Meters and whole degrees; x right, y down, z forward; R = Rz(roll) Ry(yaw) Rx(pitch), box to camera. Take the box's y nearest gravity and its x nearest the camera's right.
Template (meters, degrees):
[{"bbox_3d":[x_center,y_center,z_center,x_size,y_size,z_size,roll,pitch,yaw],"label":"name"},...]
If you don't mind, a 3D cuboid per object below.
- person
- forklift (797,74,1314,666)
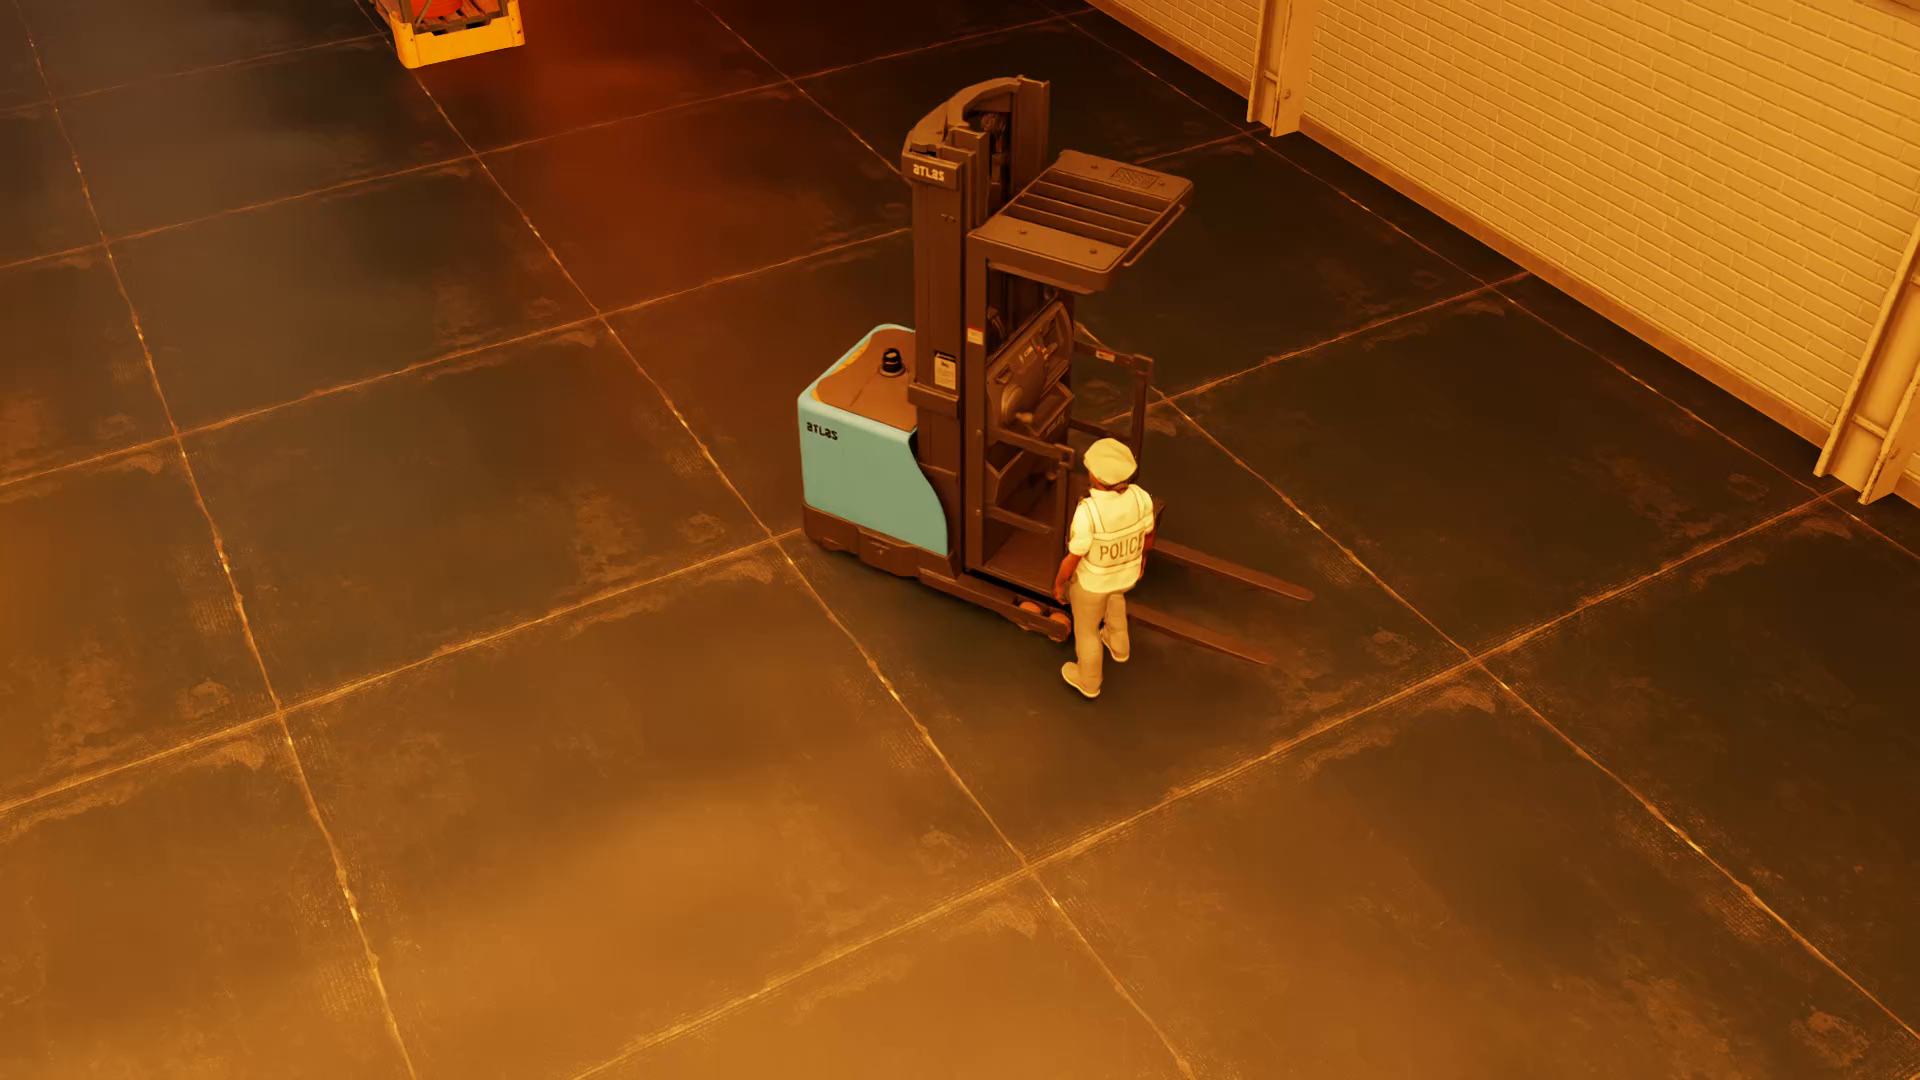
[{"bbox_3d":[0.735,0.136,8.793,0.566,1.696,0.496,-17,43,-20],"label":"person"},{"bbox_3d":[0.568,-0.931,9.158,3.031,2.935,1.130,20,44,22],"label":"forklift"}]
